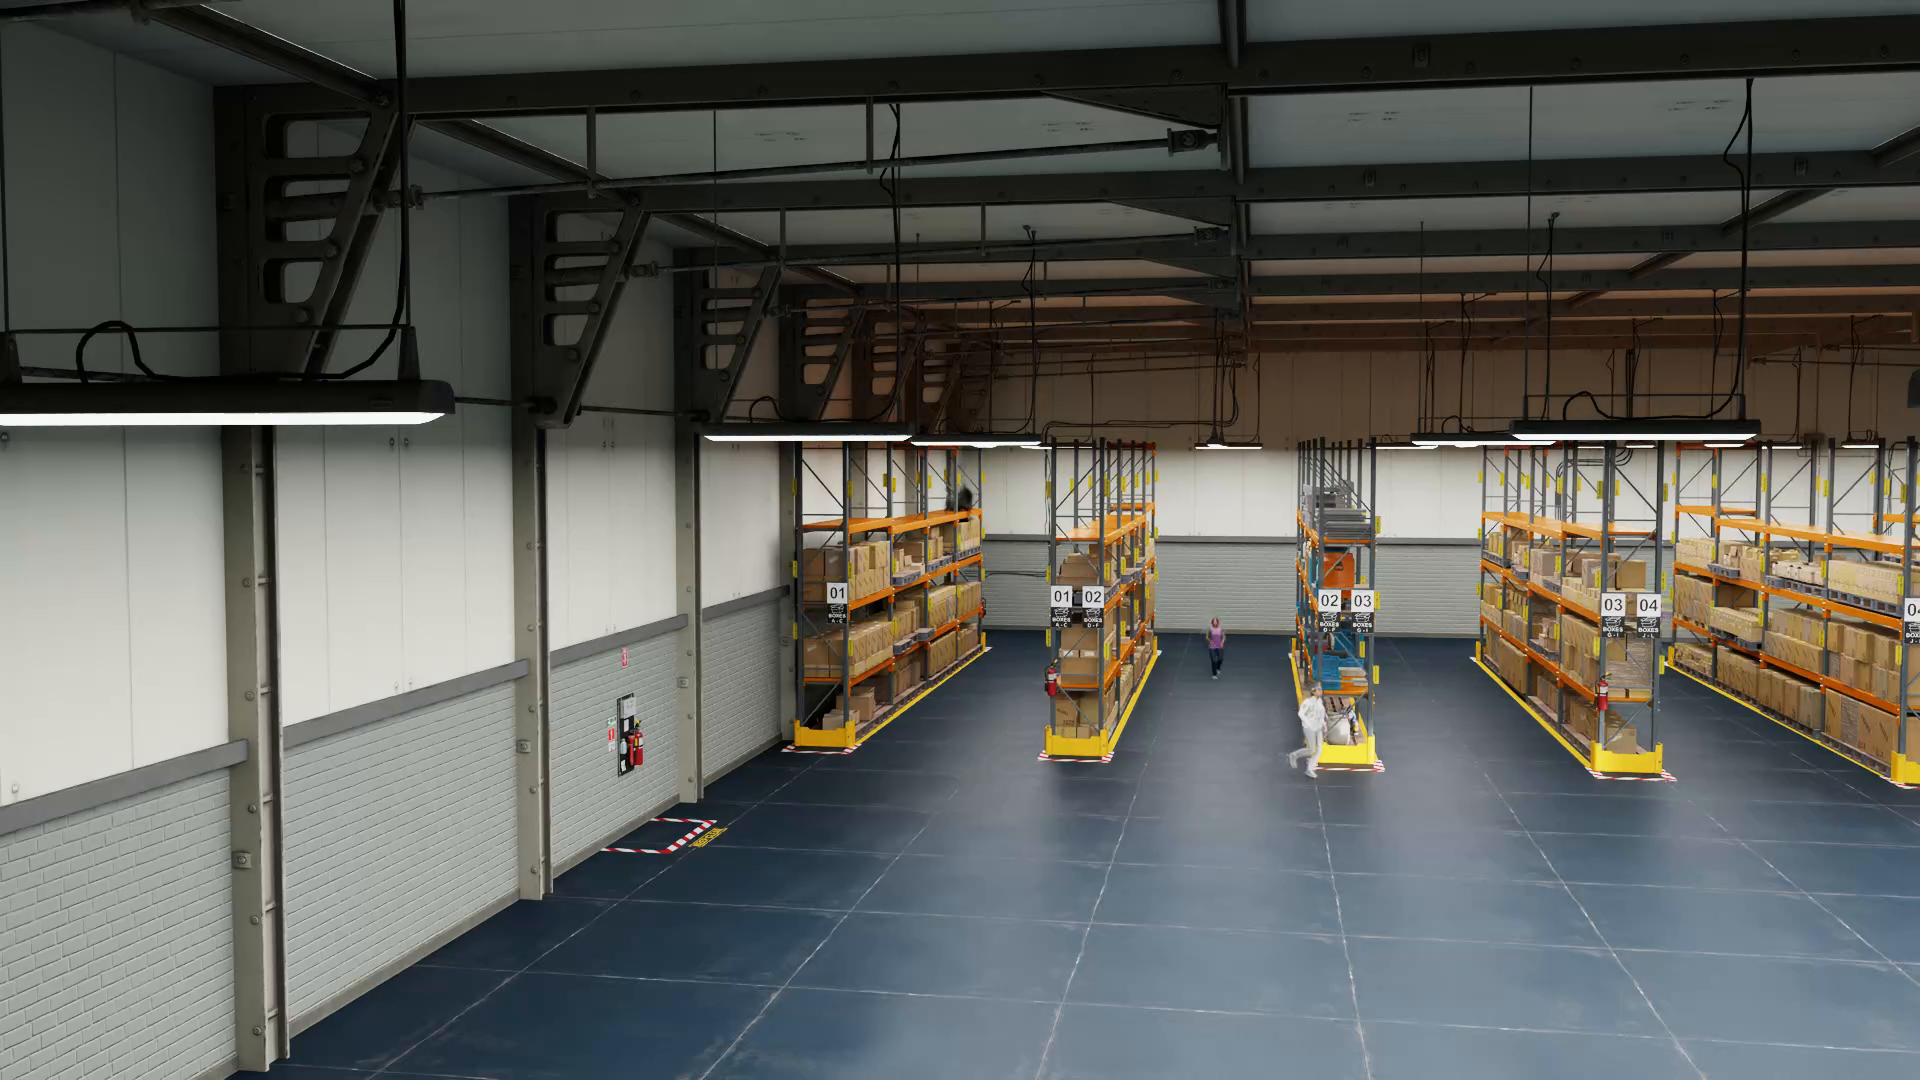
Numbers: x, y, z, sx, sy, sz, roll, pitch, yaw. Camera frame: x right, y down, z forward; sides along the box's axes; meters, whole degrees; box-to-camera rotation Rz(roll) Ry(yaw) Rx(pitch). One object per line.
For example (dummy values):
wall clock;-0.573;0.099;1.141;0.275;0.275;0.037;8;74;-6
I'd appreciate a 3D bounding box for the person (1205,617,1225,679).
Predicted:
person;6.433;2.728;41.773;0.526;1.556;0.536;0;3;0

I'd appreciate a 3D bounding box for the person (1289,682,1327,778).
person;6.247;3.348;29.555;0.629;1.653;0.615;-2;4;-39

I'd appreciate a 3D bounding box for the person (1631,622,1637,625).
person;18.255;2.488;45.509;0.605;1.655;0.858;-2;4;-39
